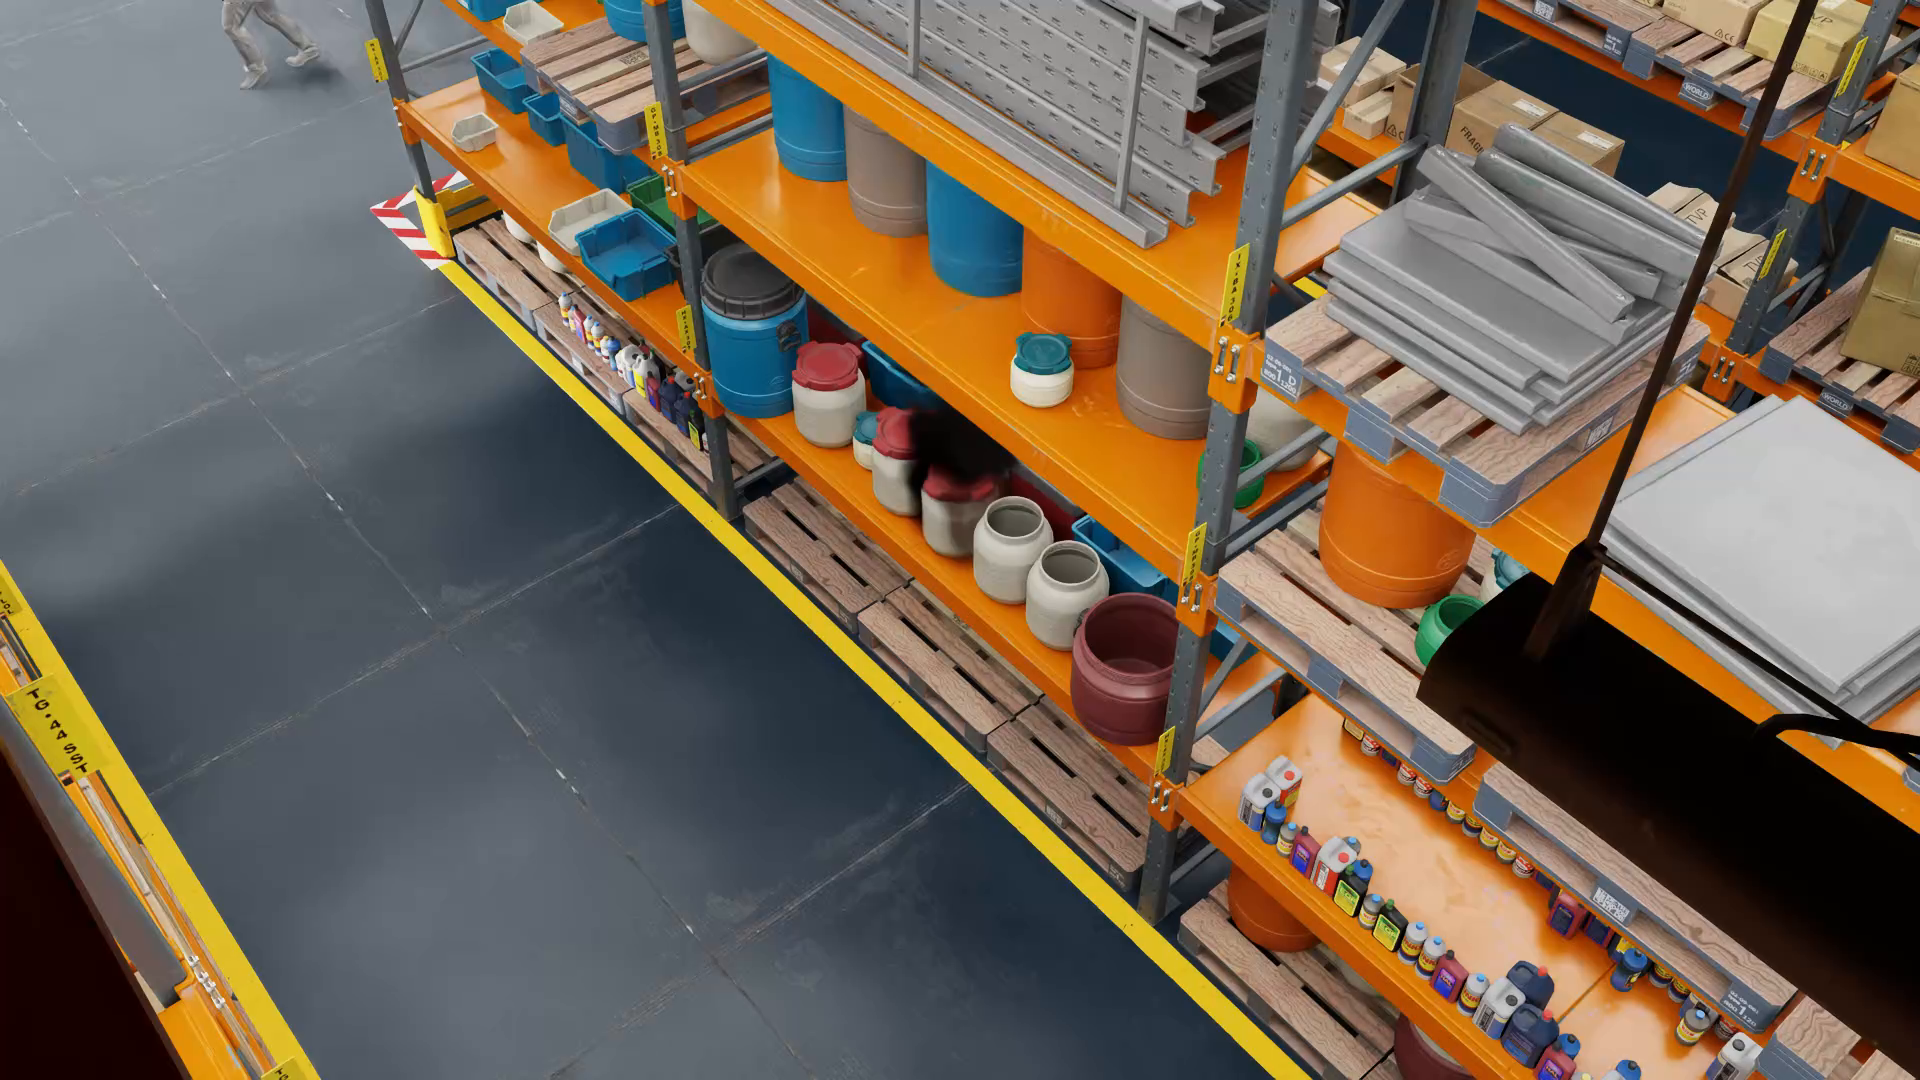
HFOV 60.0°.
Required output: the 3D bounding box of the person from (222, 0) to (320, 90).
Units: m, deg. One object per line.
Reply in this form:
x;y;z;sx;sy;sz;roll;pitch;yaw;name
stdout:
-6.147;-4.787;14.319;0.826;1.812;0.628;-10;47;-9;person
